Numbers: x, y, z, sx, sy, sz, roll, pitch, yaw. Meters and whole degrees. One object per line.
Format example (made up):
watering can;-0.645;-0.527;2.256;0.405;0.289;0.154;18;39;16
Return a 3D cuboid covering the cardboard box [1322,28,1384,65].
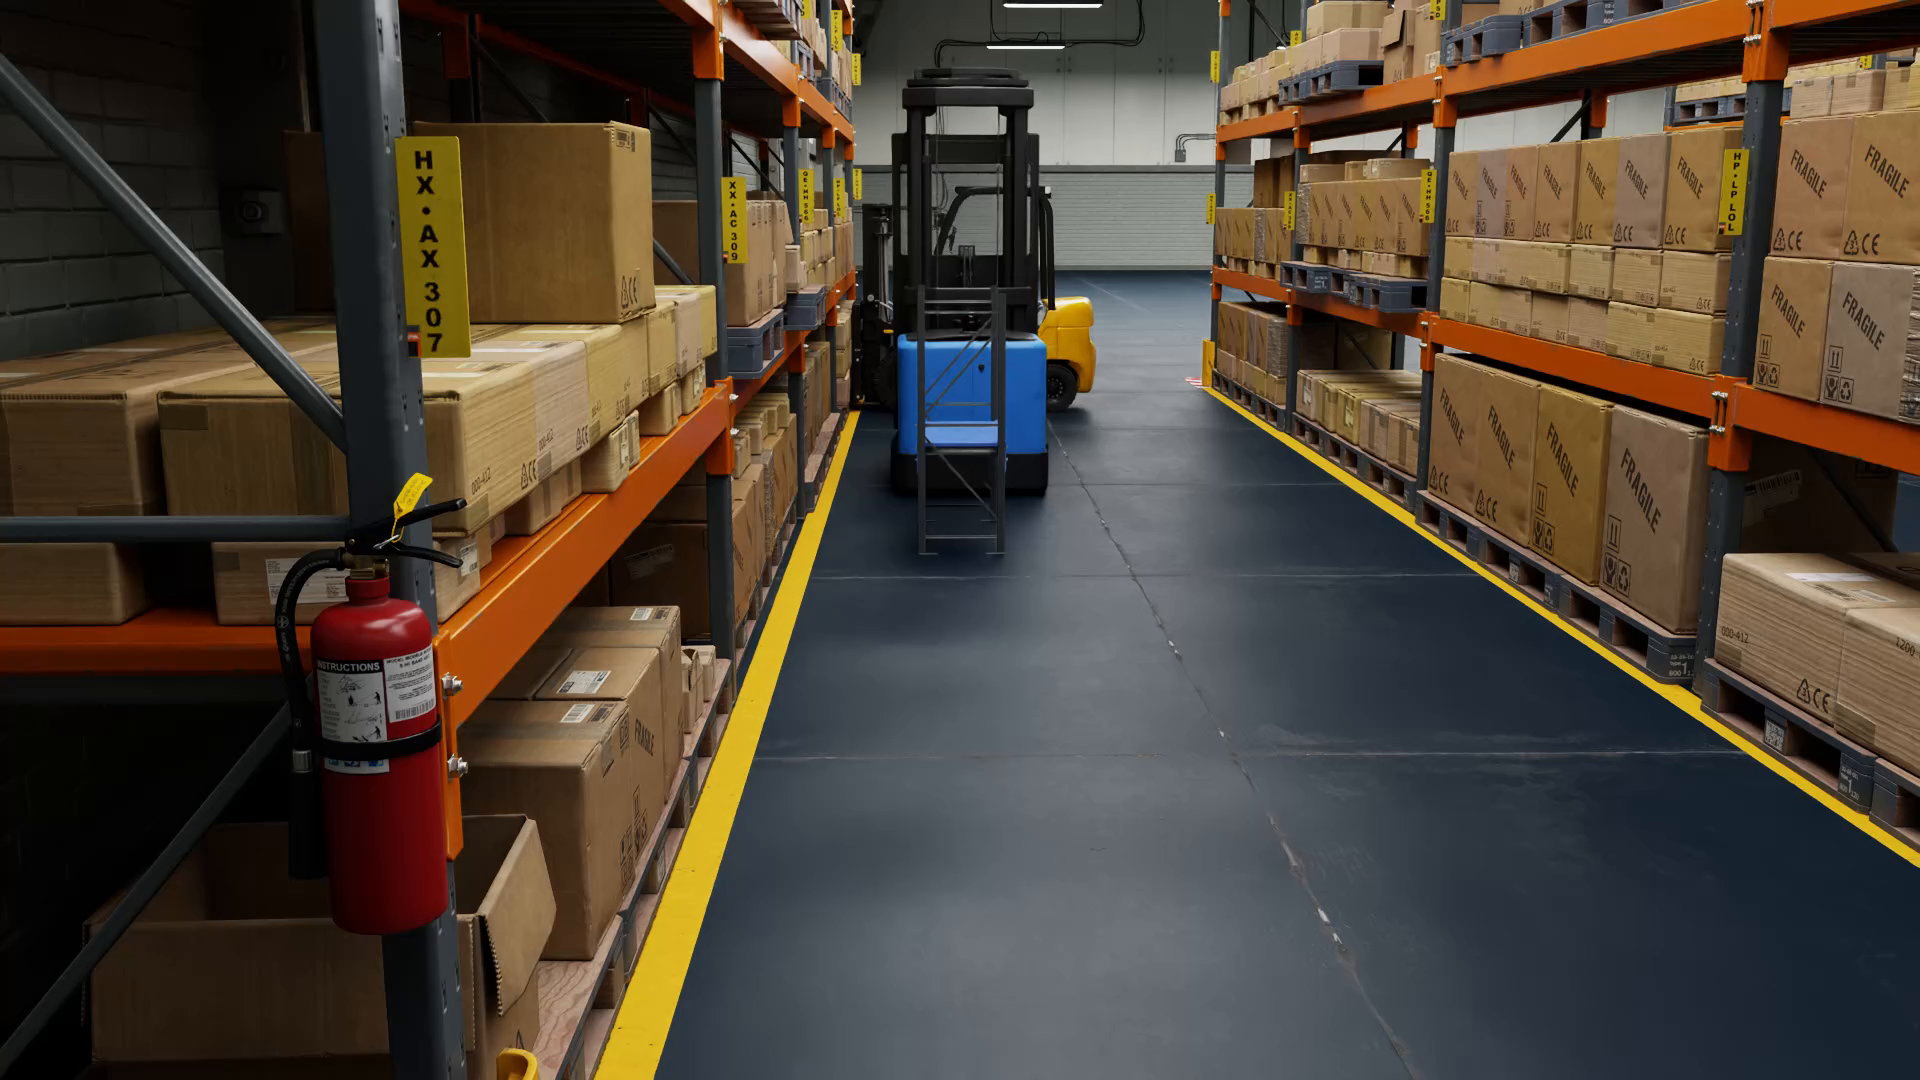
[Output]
cardboard box;3.037;-3.699;12.525;0.500;0.250;0.500;0;11;-2

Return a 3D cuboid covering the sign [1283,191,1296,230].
sign;2.840;-2.836;14.316;0.100;0.325;0.005;0;11;-1

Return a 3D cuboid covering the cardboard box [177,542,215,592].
cardboard box;-1.551;-0.001;3.152;0.380;0.149;0.250;0;11;1

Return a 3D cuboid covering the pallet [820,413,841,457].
pallet;-1.526;-0.881;13.872;1.003;0.211;1.213;0;11;-1

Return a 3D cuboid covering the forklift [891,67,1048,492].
forklift;0.030;-2.021;12.648;1.130;2.935;3.031;0;11;-2

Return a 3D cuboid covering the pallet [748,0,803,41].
pallet;-1.383;-2.518;7.854;1.213;0.211;1.003;0;11;-1

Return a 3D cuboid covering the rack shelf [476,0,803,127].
rack shelf;-1.456;-2.319;8.210;1.077;0.370;4.000;0;11;-1

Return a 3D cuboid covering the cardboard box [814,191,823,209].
cardboard box;-1.290;-2.971;14.530;0.380;0.149;0.250;0;11;0

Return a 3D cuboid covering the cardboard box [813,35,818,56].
cardboard box;-1.238;-3.625;12.164;0.380;0.149;0.250;0;11;-2

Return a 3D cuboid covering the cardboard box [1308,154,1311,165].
cardboard box;3.618;-3.390;15.710;0.700;0.500;0.500;0;11;-2

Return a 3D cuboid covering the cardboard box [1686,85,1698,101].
cardboard box;7.939;-4.732;17.622;0.380;0.149;0.250;0;11;-1

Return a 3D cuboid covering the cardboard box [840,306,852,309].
cardboard box;-1.305;-2.246;16.928;0.500;0.250;0.500;0;11;0

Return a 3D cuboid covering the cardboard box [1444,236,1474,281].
cardboard box;3.228;-1.690;9.965;0.500;0.250;0.500;0;11;-2

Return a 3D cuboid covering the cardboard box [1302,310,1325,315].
cardboard box;3.608;-1.969;16.193;0.500;0.500;0.500;0;11;2

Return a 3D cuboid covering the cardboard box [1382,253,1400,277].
cardboard box;3.095;-1.870;11.308;0.380;0.149;0.250;0;11;-2

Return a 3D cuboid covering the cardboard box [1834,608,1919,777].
cardboard box;3.472;0.528;5.300;0.875;0.438;0.875;-1;11;-3

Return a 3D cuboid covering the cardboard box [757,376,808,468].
cardboard box;-1.497;-0.765;11.202;0.875;0.625;0.625;0;11;1

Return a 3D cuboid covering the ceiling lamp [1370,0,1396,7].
ceiling lamp;9.235;-12.282;33.286;2.000;3.185;0.800;0;11;-1

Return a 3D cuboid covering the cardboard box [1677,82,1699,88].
cardboard box;8.000;-4.951;17.696;0.500;0.250;0.500;0;11;-1

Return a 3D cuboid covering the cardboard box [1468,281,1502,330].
cardboard box;3.252;-1.346;9.528;0.500;0.250;0.500;-1;11;-3

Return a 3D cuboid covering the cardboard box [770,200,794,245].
cardboard box;-1.279;-1.532;8.749;0.797;0.503;0.637;-1;11;-2

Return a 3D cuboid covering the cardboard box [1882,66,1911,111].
cardboard box;3.363;-1.517;5.593;0.380;0.149;0.250;0;11;-2

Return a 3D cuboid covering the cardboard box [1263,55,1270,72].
cardboard box;3.063;-4.473;15.644;0.380;0.149;0.250;0;11;0

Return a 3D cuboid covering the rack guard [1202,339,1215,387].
rack guard;3.301;-1.970;18.514;1.175;0.500;0.348;0;11;-1

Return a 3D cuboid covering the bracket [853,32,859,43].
bracket;-2.753;-13.122;43.051;0.076;0.066;4.783;0;11;-1

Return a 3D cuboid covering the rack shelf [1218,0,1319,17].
rack shelf;3.341;-5.399;15.855;1.077;0.370;4.000;0;11;-1

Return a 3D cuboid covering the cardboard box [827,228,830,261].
cardboard box;-1.297;-2.367;13.301;0.500;0.250;0.500;-1;11;-3

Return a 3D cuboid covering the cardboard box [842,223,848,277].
cardboard box;-1.357;-2.837;16.245;0.500;0.500;0.500;0;11;-1

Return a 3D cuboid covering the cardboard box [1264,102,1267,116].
cardboard box;3.134;-4.131;15.966;0.380;0.149;0.250;0;11;-2

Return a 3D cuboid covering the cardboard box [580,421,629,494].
cardboard box;-1.042;-0.208;4.174;0.380;0.149;0.250;-1;11;-3

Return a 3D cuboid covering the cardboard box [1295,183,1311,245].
cardboard box;3.105;-2.722;13.874;0.500;0.500;0.500;0;11;0

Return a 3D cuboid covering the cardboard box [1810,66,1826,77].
cardboard box;7.990;-4.230;15.145;0.380;0.149;0.250;0;11;0

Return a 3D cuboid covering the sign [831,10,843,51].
sign;-1.038;-4.276;13.956;0.100;0.325;0.005;0;11;-1

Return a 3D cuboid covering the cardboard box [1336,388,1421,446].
cardboard box;3.430;-0.948;12.740;0.950;0.372;0.625;0;11;1

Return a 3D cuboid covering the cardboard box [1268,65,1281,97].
cardboard box;3.093;-4.145;15.029;0.500;0.250;0.500;0;11;-2

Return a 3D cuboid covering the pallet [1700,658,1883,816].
pallet;3.485;0.693;6.112;1.003;0.211;1.213;0;11;-1

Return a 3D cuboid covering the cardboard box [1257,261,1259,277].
cardboard box;3.071;-2.608;16.001;0.380;0.149;0.250;0;11;-2

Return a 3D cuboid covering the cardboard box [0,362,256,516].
cardboard box;-1.607;-0.171;2.989;0.500;0.250;0.500;0;11;1

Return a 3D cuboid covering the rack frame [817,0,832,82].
rack frame;-1.580;-5.334;13.719;1.000;3.000;0.127;0;11;-1

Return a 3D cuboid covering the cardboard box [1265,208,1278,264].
cardboard box;3.107;-2.800;15.315;0.500;0.500;0.500;0;11;1

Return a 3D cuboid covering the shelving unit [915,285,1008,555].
shelving unit;-0.002;-0.752;9.994;0.538;1.500;1.048;0;11;-1

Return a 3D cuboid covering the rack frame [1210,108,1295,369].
rack frame;3.300;-3.210;18.339;1.000;3.000;0.127;0;11;-1

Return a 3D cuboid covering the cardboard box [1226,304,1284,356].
cardboard box;3.056;-2.166;17.165;0.500;0.500;0.500;-1;11;-3

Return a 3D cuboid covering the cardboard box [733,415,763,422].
cardboard box;-1.270;-0.592;9.030;0.380;0.149;0.250;0;11;-2

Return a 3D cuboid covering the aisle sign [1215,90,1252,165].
aisle sign;2.988;-4.496;18.135;0.394;0.787;0.004;0;11;-1

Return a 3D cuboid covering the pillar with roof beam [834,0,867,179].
pillar with roof beam;1.258;-10.776;40.541;9.100;9.000;0.548;0;11;-1

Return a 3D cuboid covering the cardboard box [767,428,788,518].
cardboard box;-1.274;-0.397;9.703;0.500;0.500;0.500;0;11;-2

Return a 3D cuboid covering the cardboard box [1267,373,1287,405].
cardboard box;3.101;-1.390;15.226;0.500;0.250;0.500;0;11;1

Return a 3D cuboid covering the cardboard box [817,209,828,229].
cardboard box;-1.237;-2.542;13.163;0.380;0.149;0.250;-1;11;-3

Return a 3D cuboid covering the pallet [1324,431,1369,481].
pallet;3.428;-0.651;12.736;1.003;0.211;1.213;0;11;-1

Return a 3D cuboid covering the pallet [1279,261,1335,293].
pallet;3.253;-2.169;13.687;1.003;0.211;1.213;0;11;-1

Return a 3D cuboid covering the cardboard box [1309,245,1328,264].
cardboard box;3.074;-2.337;13.611;0.380;0.149;0.250;0;11;0

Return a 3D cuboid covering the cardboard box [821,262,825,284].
cardboard box;-1.313;-2.023;12.863;0.500;0.250;0.500;0;11;-1

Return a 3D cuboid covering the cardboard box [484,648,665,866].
cardboard box;-1.140;0.613;4.724;0.500;0.500;0.500;0;11;0

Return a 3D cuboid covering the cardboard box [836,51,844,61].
cardboard box;-1.515;-4.557;15.867;0.797;0.503;0.637;0;11;1
